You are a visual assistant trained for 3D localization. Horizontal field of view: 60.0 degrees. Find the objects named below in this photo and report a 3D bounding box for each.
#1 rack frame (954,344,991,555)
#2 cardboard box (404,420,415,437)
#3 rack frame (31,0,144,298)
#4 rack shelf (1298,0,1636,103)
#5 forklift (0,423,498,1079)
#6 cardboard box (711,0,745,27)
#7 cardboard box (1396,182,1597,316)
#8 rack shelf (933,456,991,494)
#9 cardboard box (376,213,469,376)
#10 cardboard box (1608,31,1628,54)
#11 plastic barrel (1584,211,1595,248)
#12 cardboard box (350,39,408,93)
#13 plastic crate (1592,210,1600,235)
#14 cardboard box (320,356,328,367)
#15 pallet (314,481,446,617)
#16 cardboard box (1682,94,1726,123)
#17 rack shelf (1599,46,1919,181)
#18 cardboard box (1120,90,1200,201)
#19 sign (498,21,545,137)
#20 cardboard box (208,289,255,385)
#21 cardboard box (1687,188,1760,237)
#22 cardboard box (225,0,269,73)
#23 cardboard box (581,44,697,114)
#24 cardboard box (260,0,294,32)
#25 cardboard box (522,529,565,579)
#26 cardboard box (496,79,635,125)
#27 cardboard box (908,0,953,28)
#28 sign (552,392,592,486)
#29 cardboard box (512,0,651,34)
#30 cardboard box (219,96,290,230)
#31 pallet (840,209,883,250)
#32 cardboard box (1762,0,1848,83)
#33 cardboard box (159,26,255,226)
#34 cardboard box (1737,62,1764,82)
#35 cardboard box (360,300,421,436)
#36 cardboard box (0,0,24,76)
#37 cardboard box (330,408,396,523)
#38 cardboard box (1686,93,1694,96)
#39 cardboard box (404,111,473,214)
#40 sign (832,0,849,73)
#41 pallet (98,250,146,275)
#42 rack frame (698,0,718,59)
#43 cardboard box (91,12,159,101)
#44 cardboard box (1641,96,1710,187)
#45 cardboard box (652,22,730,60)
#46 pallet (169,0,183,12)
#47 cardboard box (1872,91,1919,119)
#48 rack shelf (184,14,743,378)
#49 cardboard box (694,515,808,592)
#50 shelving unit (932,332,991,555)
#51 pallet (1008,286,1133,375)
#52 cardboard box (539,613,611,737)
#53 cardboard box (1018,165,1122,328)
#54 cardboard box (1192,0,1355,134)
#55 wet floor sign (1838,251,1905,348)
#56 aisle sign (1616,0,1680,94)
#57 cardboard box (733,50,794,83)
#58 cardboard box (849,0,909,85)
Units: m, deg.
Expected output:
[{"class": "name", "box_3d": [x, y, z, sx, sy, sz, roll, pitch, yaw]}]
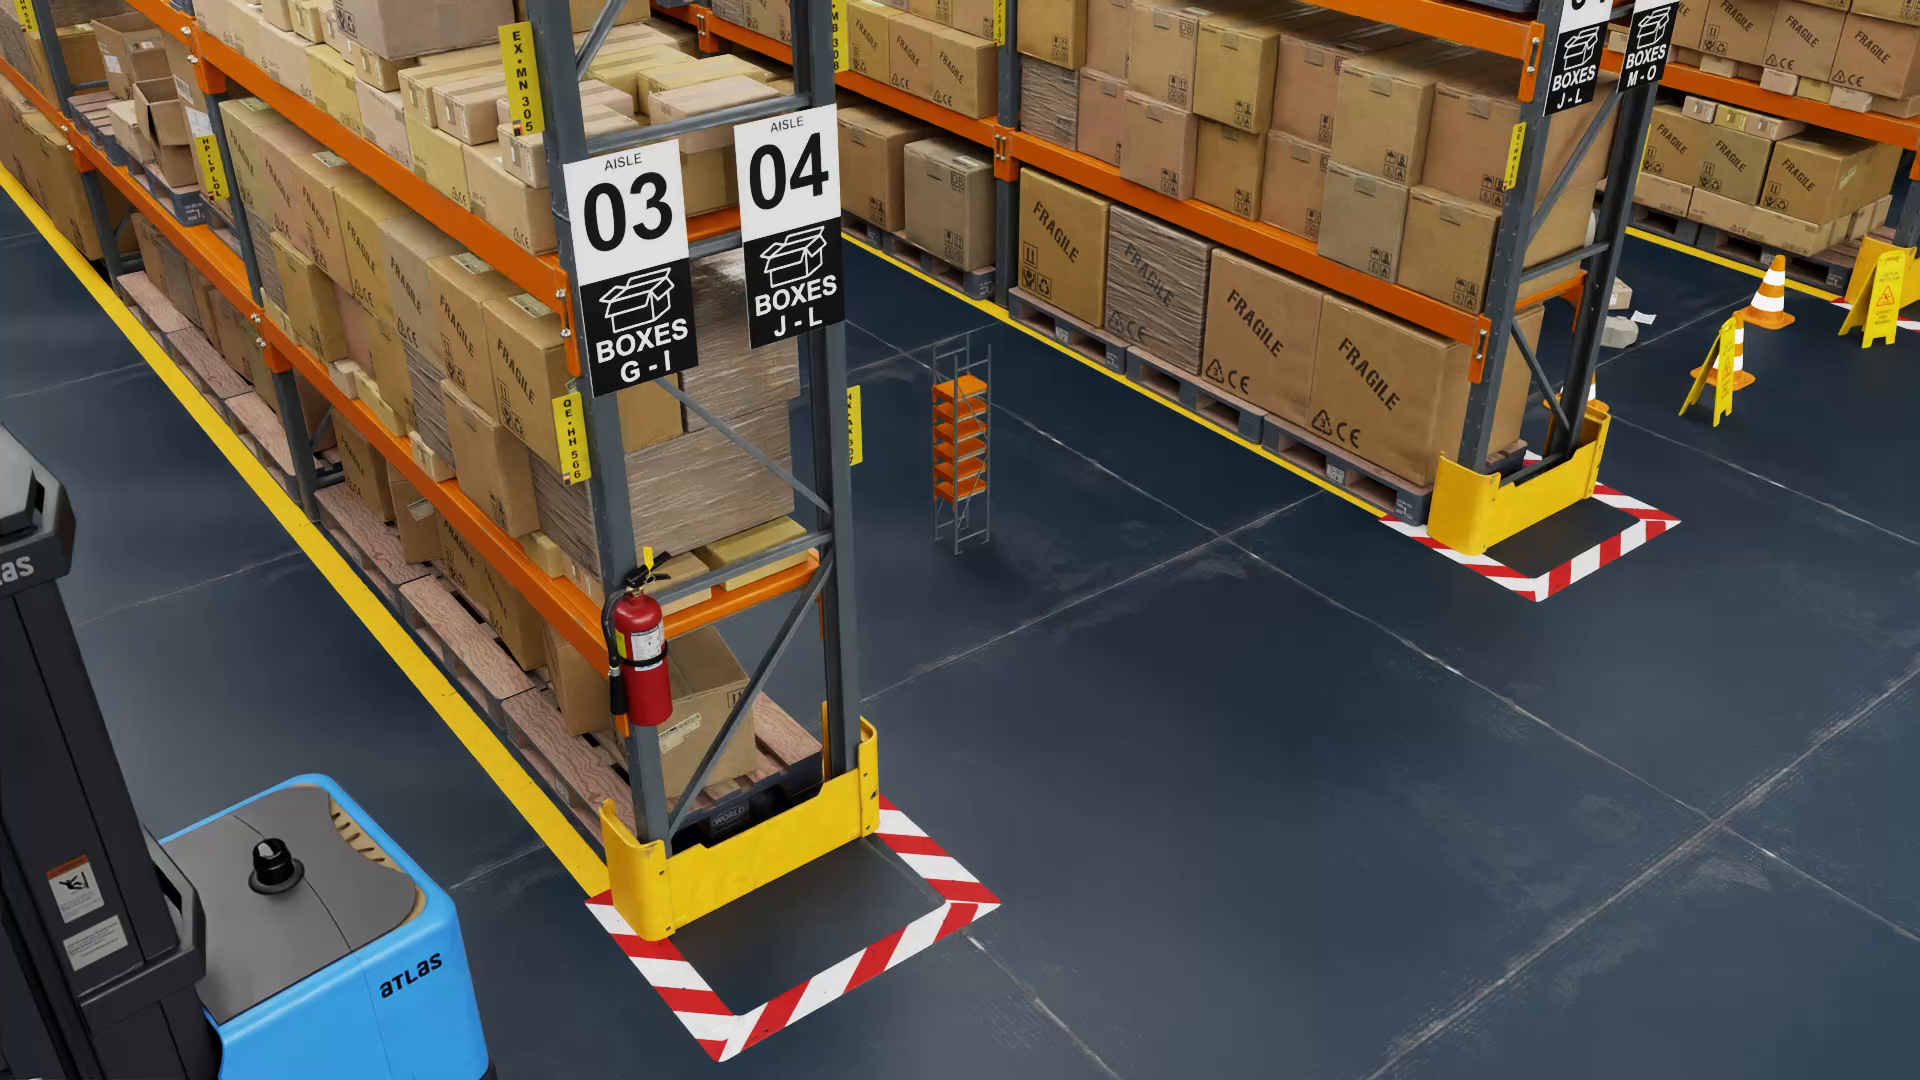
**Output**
[{"class": "rack frame", "box_3d": [0.065, -0.466, 8.862, 0.240, 1.200, 0.006, -22, 38, -31]}, {"class": "cardboard box", "box_3d": [-2.283, -0.544, 7.521, 0.380, 0.149, 0.250, -22, 38, -31]}, {"class": "rack frame", "box_3d": [-5.749, -3.215, 11.583, 1.000, 3.000, 0.127, -22, 38, -31]}, {"class": "rack shelf", "box_3d": [1.910, -3.246, 9.472, 1.077, 0.370, 4.000, -22, 38, -31]}, {"class": "forklift", "box_3d": [-3.021, 1.194, 4.550, 3.031, 2.935, 1.130, -27, 41, -36]}, {"class": "cardboard box", "box_3d": [-1.708, -4.546, 13.631, 0.500, 0.500, 0.500, -22, 38, -31]}, {"class": "cardboard box", "box_3d": [2.873, -1.647, 8.917, 0.875, 0.550, 0.550, -22, 38, -31]}, {"class": "rack shelf", "box_3d": [0.009, -0.364, 9.010, 0.258, 0.103, 0.180, -22, 38, -31]}, {"class": "cardboard box", "box_3d": [-1.992, -1.039, 6.756, 0.500, 0.500, 0.500, -22, 38, -31]}, {"class": "cardboard box", "box_3d": [5.248, -3.876, 12.886, 0.380, 0.149, 0.250, -22, 38, -31]}, {"class": "plastic barrel", "box_3d": [4.522, -2.364, 12.655, 0.512, 0.421, 0.421, 1, 32, 2]}, {"class": "cardboard box", "box_3d": [-2.053, -1.820, 6.259, 0.380, 0.149, 0.250, -24, 39, -34]}, {"class": "plastic crate", "box_3d": [4.846, -2.594, 13.351, 0.583, 0.080, 0.402, 18, 36, 27]}, {"class": "cardboard box", "box_3d": [-2.923, -0.950, 8.174, 0.380, 0.149, 0.250, -22, 38, -31]}, {"class": "pallet", "box_3d": [-2.857, -0.095, 9.203, 1.003, 0.211, 1.213, -22, 38, -31]}, {"class": "cardboard box", "box_3d": [5.697, -3.289, 12.584, 0.380, 0.149, 0.250, -21, 37, -29]}, {"class": "rack shelf", "box_3d": [5.758, -3.615, 12.909, 1.077, 0.370, 4.000, -22, 38, -31]}, {"class": "cardboard box", "box_3d": [1.512, -2.539, 10.353, 0.875, 0.550, 0.550, -22, 38, -31]}, {"class": "sign", "box_3d": [-1.294, -1.360, 4.914, 0.100, 0.325, 0.005, -22, 38, -31]}, {"class": "cardboard box", "box_3d": [-4.277, -1.374, 10.571, 0.700, 0.500, 0.500, -26, 40, -35]}, {"class": "cardboard box", "box_3d": [5.965, -2.566, 12.746, 0.500, 0.250, 0.500, -22, 38, -31]}, {"class": "cardboard box", "box_3d": [-2.895, -2.269, 7.360, 0.500, 0.250, 0.500, -23, 38, -32]}, {"class": "cardboard box", "box_3d": [-1.165, -1.655, 5.993, 0.380, 0.149, 0.250, -23, 39, -32]}, {"class": "cardboard box", "box_3d": [-2.695, -2.256, 6.961, 0.380, 0.149, 0.250, -23, 39, -32]}, {"class": "cardboard box", "box_3d": [-1.528, -0.018, 6.674, 0.380, 0.149, 0.250, -22, 38, -31]}, {"class": "cardboard box", "box_3d": [-1.328, -1.422, 5.618, 0.380, 0.149, 0.250, -24, 39, -33]}, {"class": "cardboard box", "box_3d": [0.057, -3.996, 11.799, 0.700, 0.500, 0.500, -23, 39, -32]}, {"class": "sign", "box_3d": [-1.294, -0.336, 5.551, 0.100, 0.325, 0.005, -22, 38, -31]}, {"class": "cardboard box", "box_3d": [-1.541, -2.242, 6.324, 0.500, 0.500, 0.500, -22, 38, -32]}, {"class": "cardboard box", "box_3d": [-3.221, -1.872, 8.096, 0.500, 0.500, 0.500, -22, 38, -31]}, {"class": "pallet", "box_3d": [-0.602, -2.732, 13.449, 1.003, 0.211, 1.213, -22, 38, -31]}, {"class": "cardboard box", "box_3d": [6.130, -3.603, 11.832, 0.500, 0.500, 0.500, -22, 38, -31]}, {"class": "cardboard box", "box_3d": [-3.673, -2.358, 9.236, 1.000, 1.000, 1.000, -22, 38, -31]}, {"class": "cardboard box", "box_3d": [5.975, -3.500, 12.281, 0.380, 0.149, 0.250, -22, 38, -31]}, {"class": "cardboard box", "box_3d": [-2.131, -0.892, 7.466, 0.875, 0.500, 0.500, -22, 38, -31]}, {"class": "cardboard box", "box_3d": [-6.870, -3.808, 12.443, 0.500, 0.500, 0.500, -24, 39, -33]}, {"class": "cardboard box", "box_3d": [-3.083, -0.485, 9.159, 0.500, 0.500, 0.500, -24, 39, -33]}, {"class": "cardboard box", "box_3d": [6.068, -3.280, 13.185, 0.500, 0.500, 0.500, -21, 38, -31]}, {"class": "cardboard box", "box_3d": [-1.649, -1.417, 5.988, 0.500, 0.250, 0.500, -22, 38, -31]}, {"class": "sign", "box_3d": [-0.415, -1.702, 5.476, 0.100, 0.325, 0.005, -22, 38, -31]}, {"class": "pallet", "box_3d": [-6.173, -2.383, 12.887, 1.003, 0.211, 1.213, -22, 38, -31]}, {"class": "rack frame", "box_3d": [-1.770, -4.778, 14.099, 1.000, 3.000, 0.127, -22, 38, -31]}, {"class": "cardboard box", "box_3d": [-5.387, -3.224, 11.105, 0.500, 0.500, 0.500, -28, 41, -37]}, {"class": "cardboard box", "box_3d": [5.660, -3.095, 12.887, 0.500, 0.500, 0.500, -23, 39, -32]}, {"class": "cardboard box", "box_3d": [-2.396, -4.413, 14.773, 0.500, 0.250, 0.500, -23, 39, -32]}, {"class": "pallet", "box_3d": [-3.591, -3.034, 8.627, 1.213, 0.211, 1.003, -22, 38, -31]}, {"class": "cardboard box", "box_3d": [6.586, -3.067, 11.583, 0.380, 0.149, 0.250, -21, 37, -30]}, {"class": "rack shelf", "box_3d": [-2.070, -1.683, 6.956, 1.077, 0.370, 4.000, -22, 38, -31]}, {"class": "cardboard box", "box_3d": [-0.830, 0.030, 6.597, 0.380, 0.149, 0.250, -22, 38, -31]}, {"class": "shelving unit", "box_3d": [0.009, -0.504, 8.924, 0.258, 1.200, 0.189, -22, 38, -31]}, {"class": "pallet", "box_3d": [1.088, -1.584, 11.600, 1.003, 0.211, 1.213, -22, 38, -31]}, {"class": "cardboard box", "box_3d": [-1.607, 0.499, 7.575, 0.500, 0.500, 0.500, -12, 34, -19]}, {"class": "cardboard box", "box_3d": [1.014, -2.102, 11.406, 0.875, 0.875, 0.875, -22, 38, -31]}, {"class": "cardboard box", "box_3d": [1.865, -2.789, 9.731, 0.875, 0.550, 0.500, -22, 38, -31]}, {"class": "wet floor sign", "box_3d": [6.256, -1.662, 11.314, 0.267, 0.644, 0.232, -10, 33, -15]}, {"class": "aisle sign", "box_3d": [3.417, -2.615, 8.154, 0.394, 0.787, 0.004, -22, 38, -31]}, {"class": "cardboard box", "box_3d": [-1.467, -3.717, 14.127, 1.050, 0.750, 0.750, -23, 38, -32]}, {"class": "cardboard box", "box_3d": [-0.468, -3.705, 12.278, 0.500, 0.500, 0.500, -22, 38, -31]}]
